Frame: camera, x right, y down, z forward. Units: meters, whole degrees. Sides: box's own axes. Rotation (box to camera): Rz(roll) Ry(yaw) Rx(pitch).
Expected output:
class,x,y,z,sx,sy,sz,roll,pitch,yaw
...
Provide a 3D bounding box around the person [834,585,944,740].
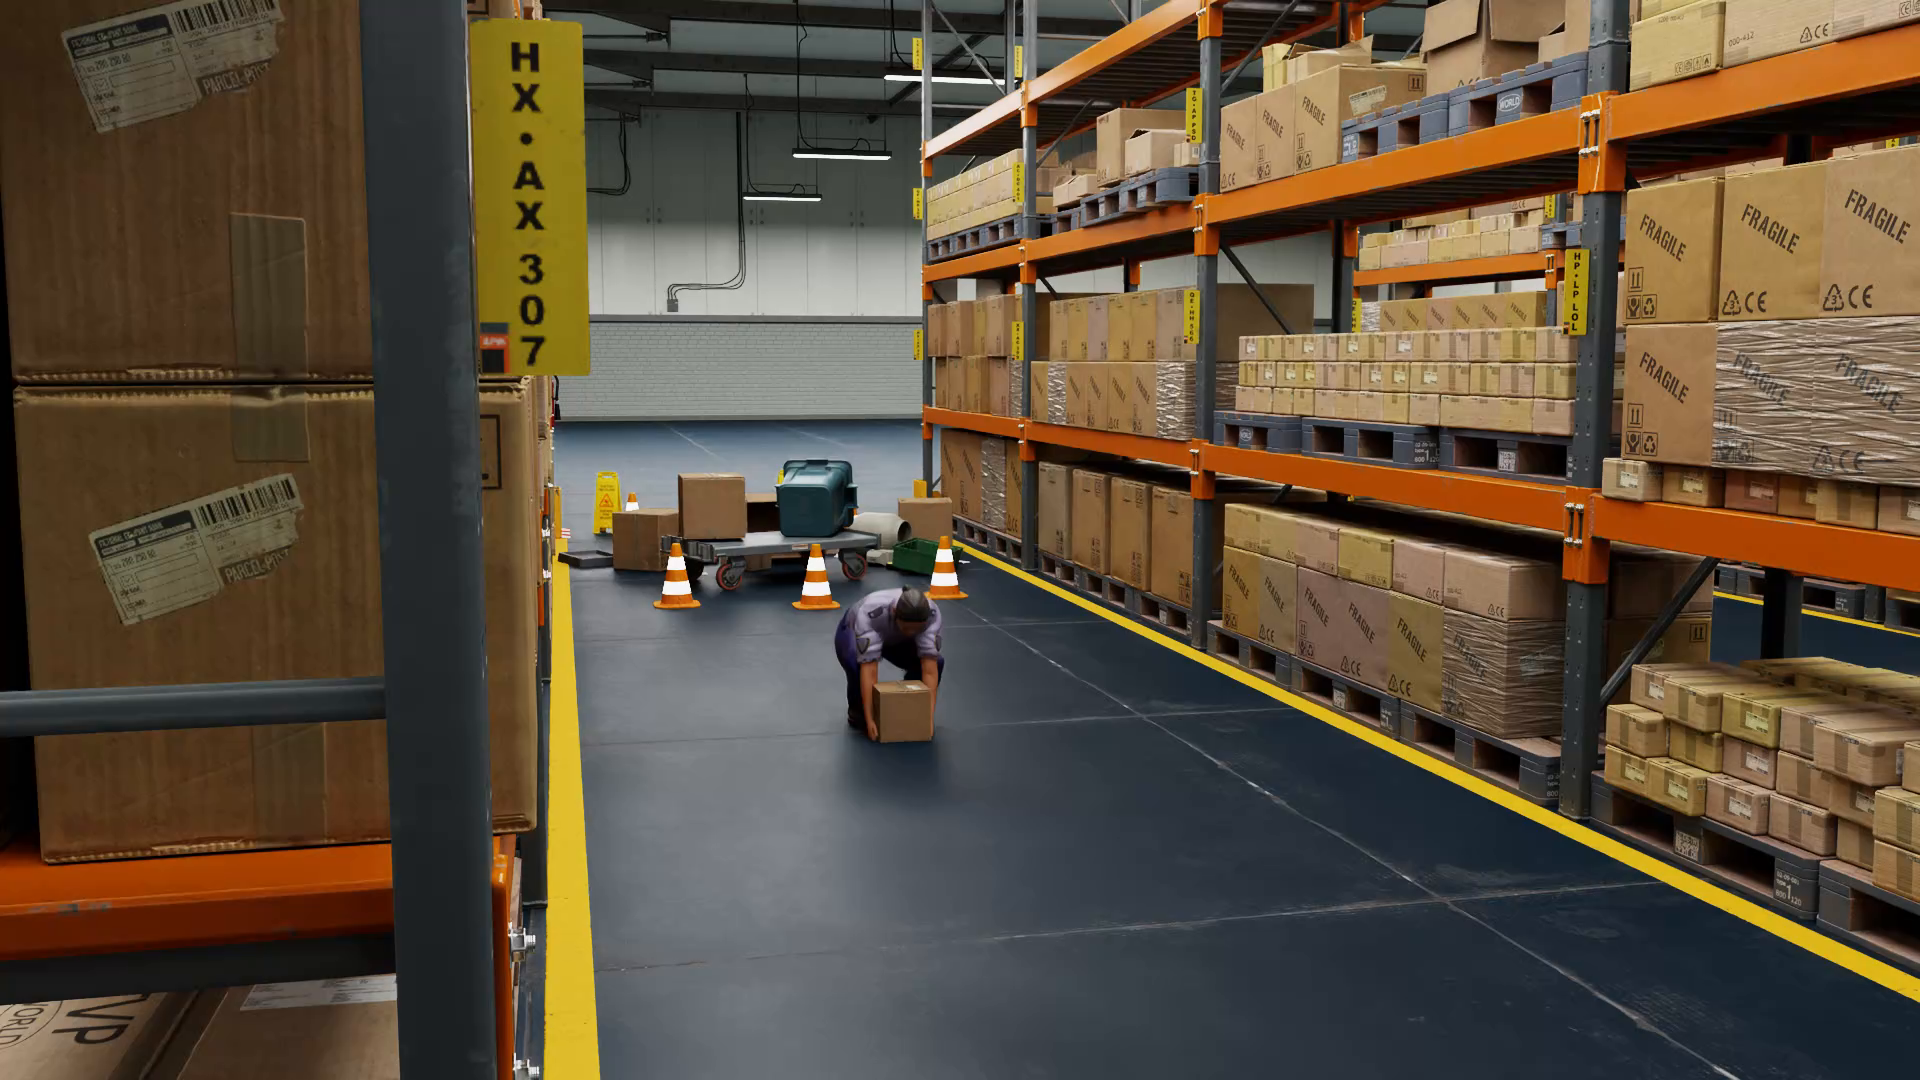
class,x,y,z,sx,sy,sz,roll,pitch,yaw
person,-0.330,0.594,8.273,0.510,0.780,0.729,-2,6,-15
